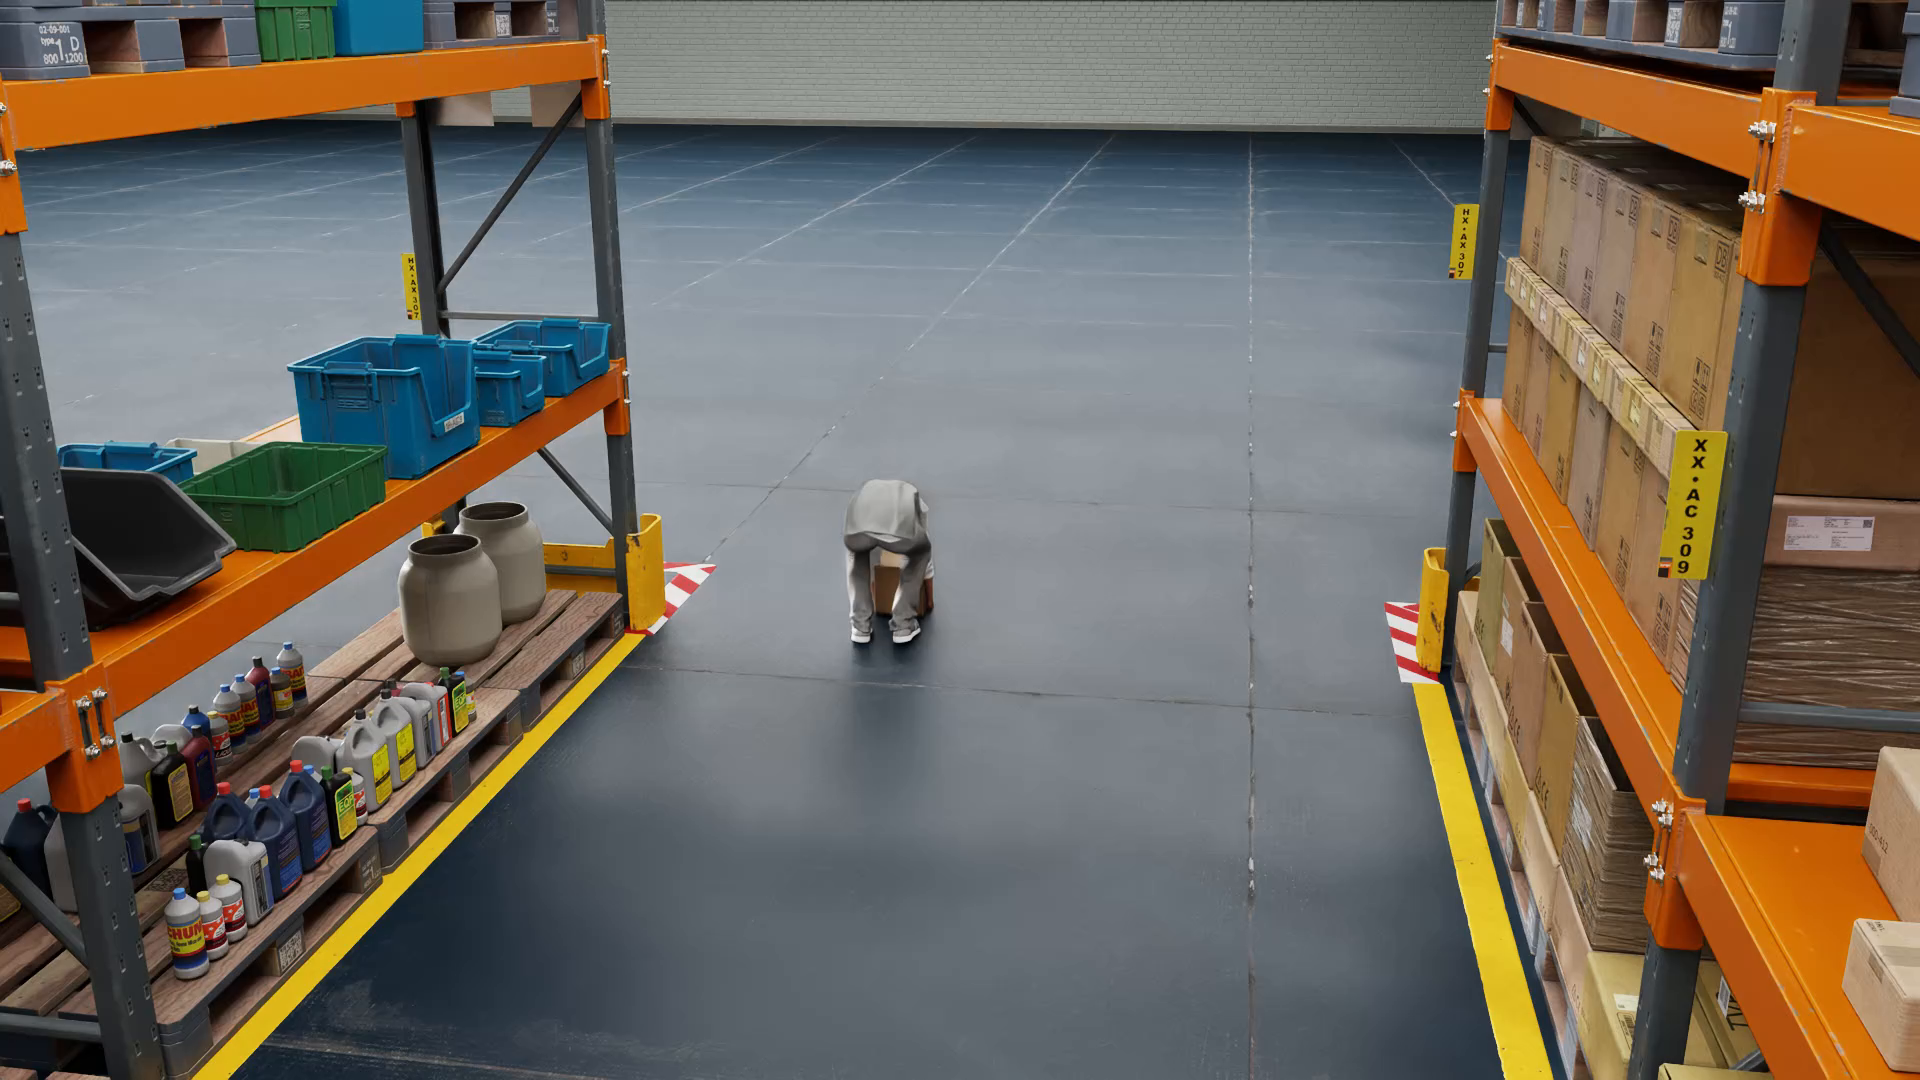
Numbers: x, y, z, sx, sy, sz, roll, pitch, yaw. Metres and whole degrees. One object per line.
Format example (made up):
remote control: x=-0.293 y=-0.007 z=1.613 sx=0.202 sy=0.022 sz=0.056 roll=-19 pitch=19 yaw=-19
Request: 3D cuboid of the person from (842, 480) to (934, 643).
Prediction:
person: x=-0.354 y=0.061 z=8.165 sx=0.428 sy=0.816 sz=0.862 roll=2 pitch=18 yaw=6
